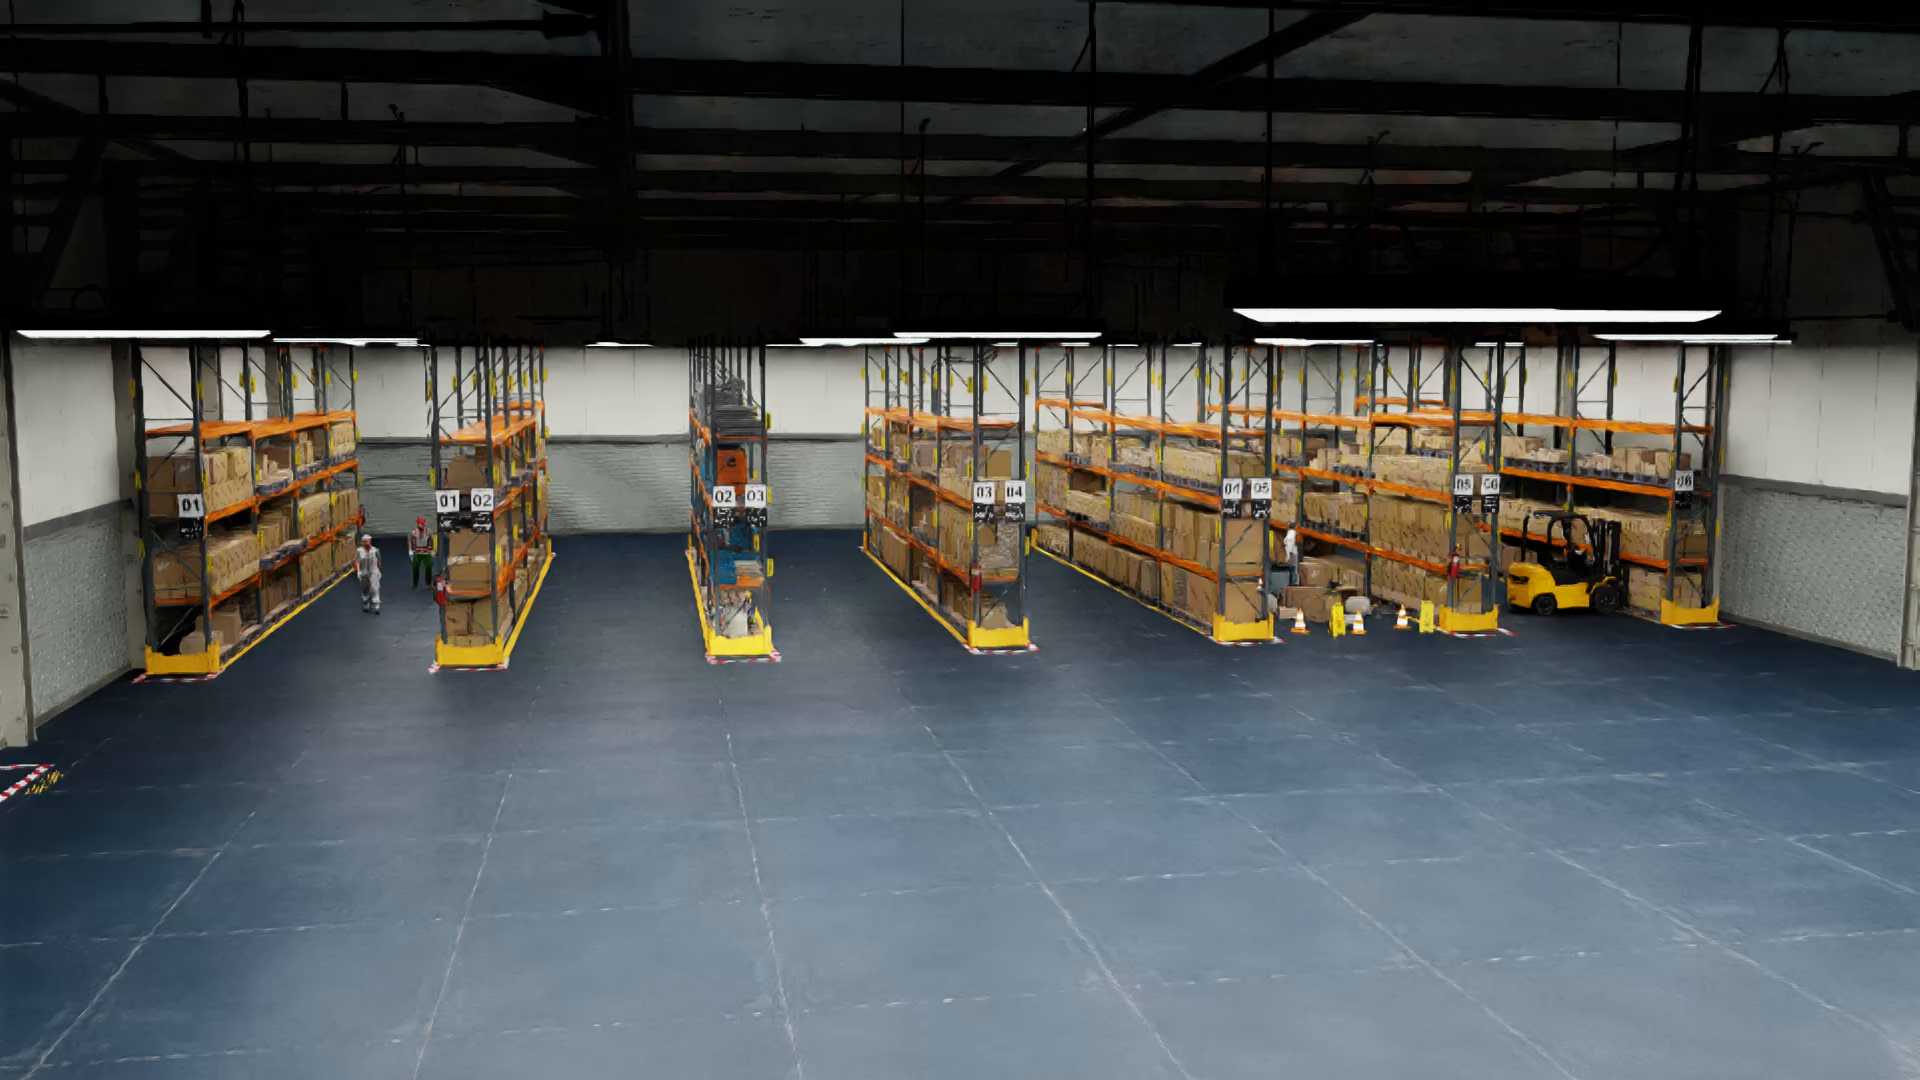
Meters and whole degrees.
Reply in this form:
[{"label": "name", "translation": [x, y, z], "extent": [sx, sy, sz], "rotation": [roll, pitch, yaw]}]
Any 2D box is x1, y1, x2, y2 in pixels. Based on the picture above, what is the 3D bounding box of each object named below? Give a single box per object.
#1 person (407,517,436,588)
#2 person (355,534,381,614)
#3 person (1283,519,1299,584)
[{"label": "person", "translation": [-12.878, 0.311, 39.800], "extent": [0.677, 1.742, 0.552], "rotation": [-1, 7, -12]}, {"label": "person", "translation": [-12.856, 0.718, 36.122], "extent": [0.528, 1.727, 1.030], "rotation": [-2, 7, -18]}, {"label": "person", "translation": [7.842, 0.346, 39.608], "extent": [0.519, 1.667, 0.560], "rotation": [2, 7, 14]}]
